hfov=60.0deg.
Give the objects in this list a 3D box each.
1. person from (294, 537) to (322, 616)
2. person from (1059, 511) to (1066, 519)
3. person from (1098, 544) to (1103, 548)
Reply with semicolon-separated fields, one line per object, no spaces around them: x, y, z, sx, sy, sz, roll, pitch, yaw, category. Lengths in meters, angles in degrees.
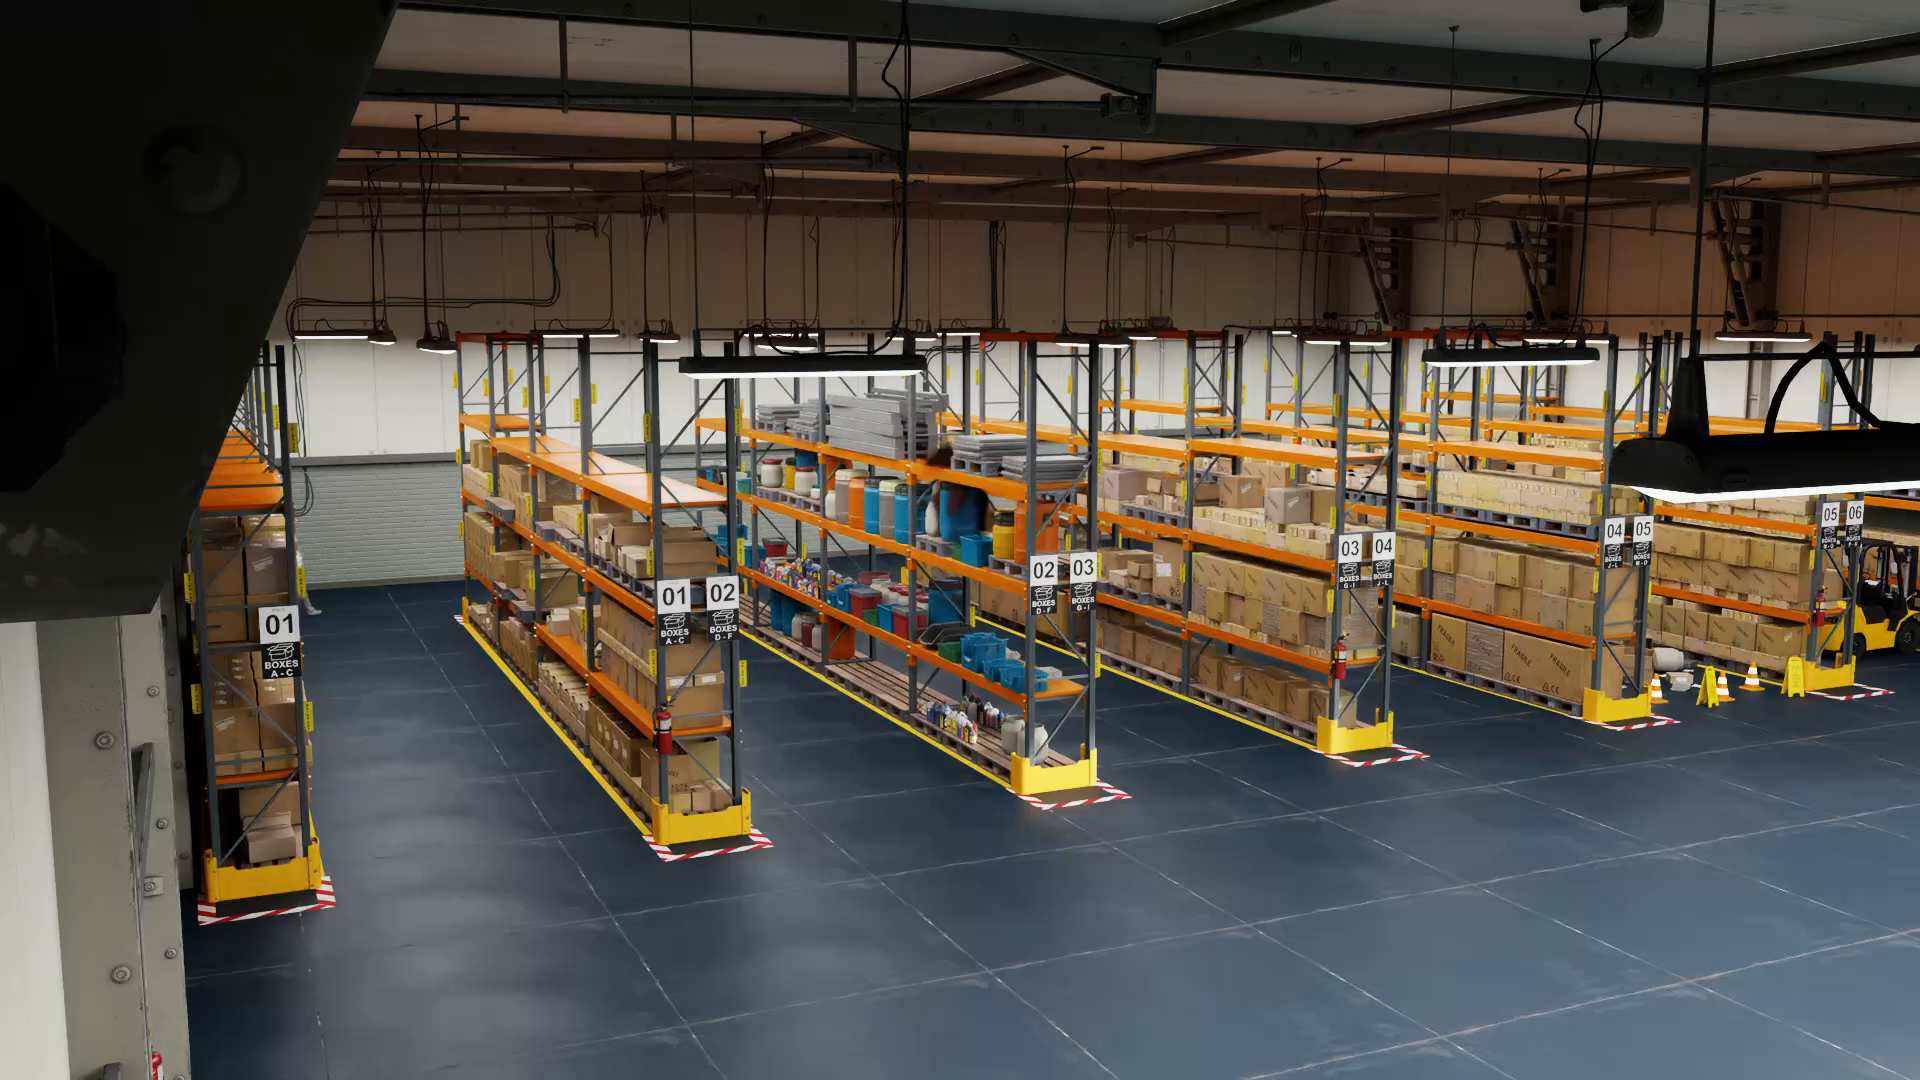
-13.904;0.770;34.854;1.014;1.727;0.634;-5;9;-35;person
2.426;-0.046;41.228;0.732;1.636;0.543;-5;9;-35;person
2.780;0.709;35.162;0.406;1.787;0.659;-5;9;-33;person
